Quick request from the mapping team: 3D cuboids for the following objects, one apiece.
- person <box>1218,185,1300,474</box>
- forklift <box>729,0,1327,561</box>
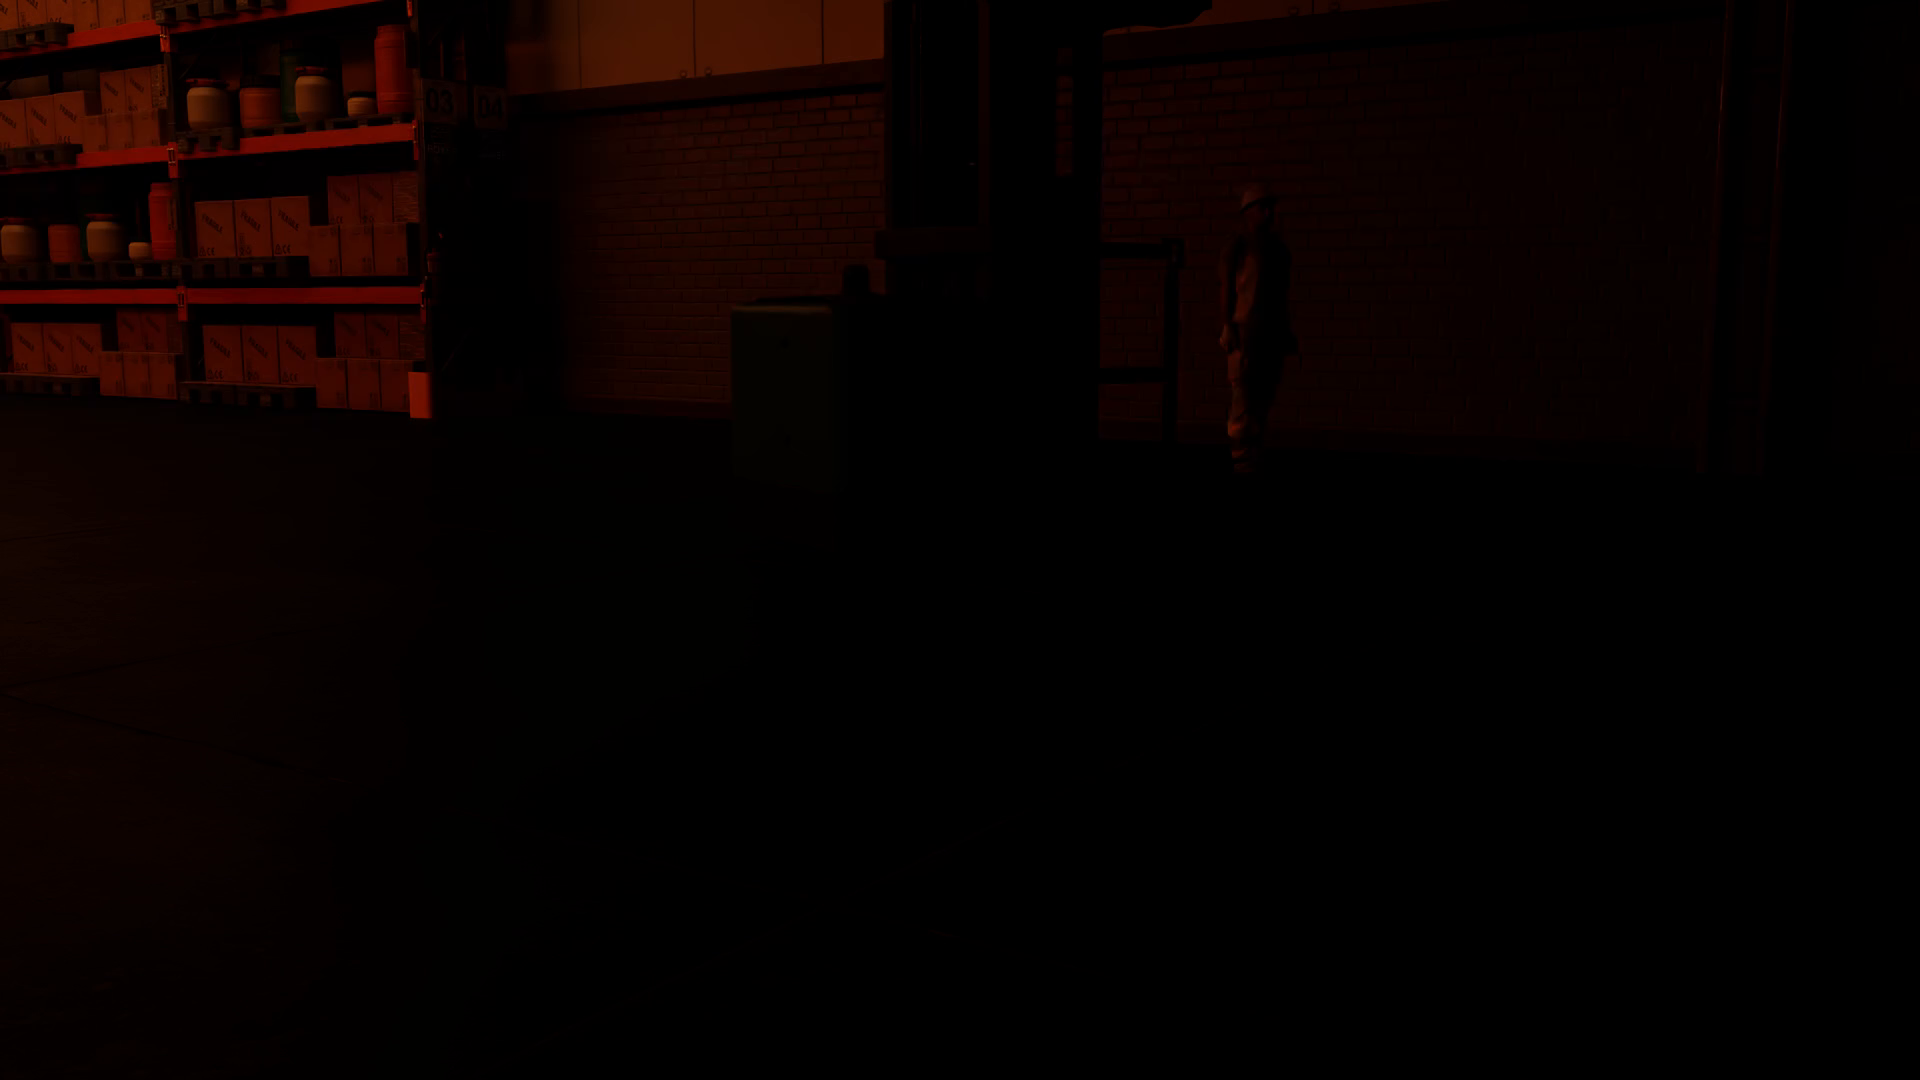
[{"bbox_3d":[1.870,-1.268,10.185,0.537,1.794,0.459,-4,9,-28],"label":"person"},{"bbox_3d":[0.462,-1.504,7.769,3.031,2.935,1.130,-6,10,-35],"label":"forklift"}]
